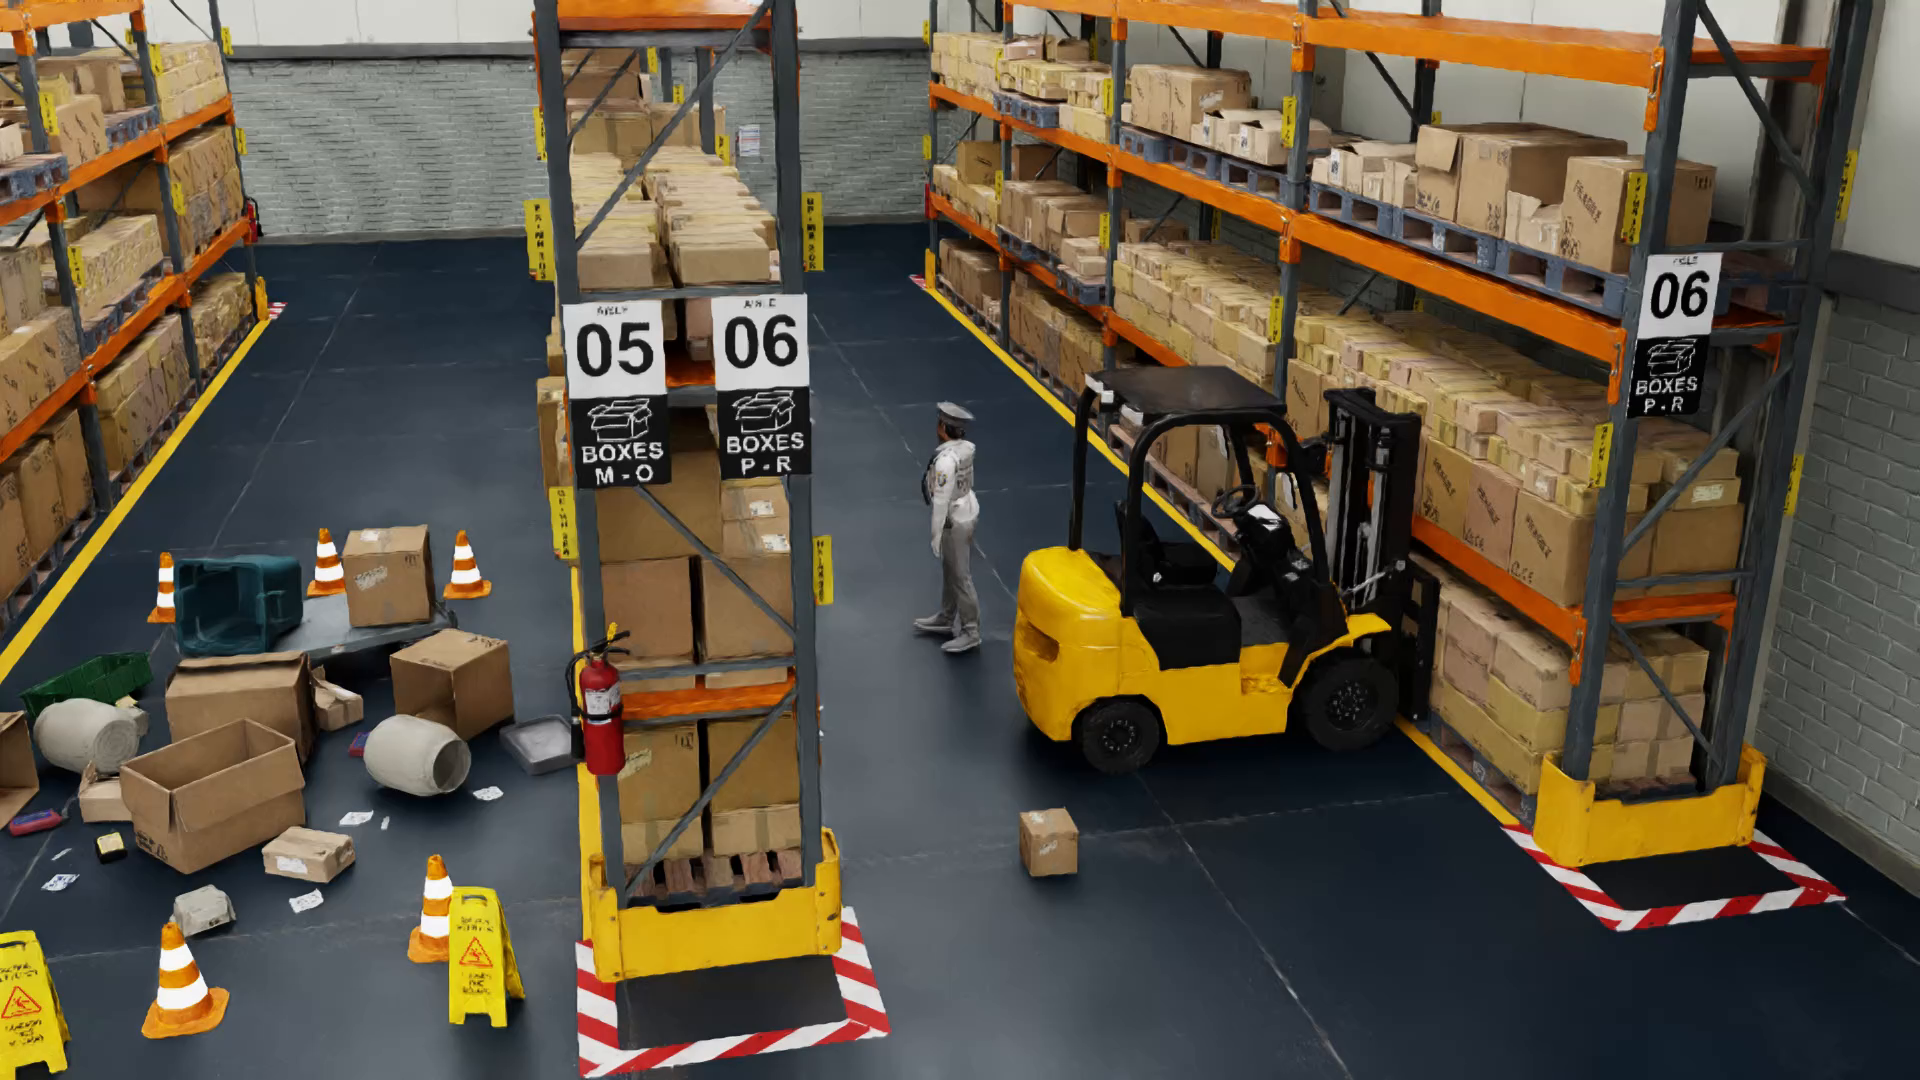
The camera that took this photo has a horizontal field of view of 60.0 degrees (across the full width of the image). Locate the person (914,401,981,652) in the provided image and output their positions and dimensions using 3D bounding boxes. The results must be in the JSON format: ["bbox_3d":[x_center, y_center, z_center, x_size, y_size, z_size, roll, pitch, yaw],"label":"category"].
[{"bbox_3d":[-0.084,-0.115,11.305,0.534,1.673,0.569,5,20,15],"label":"person"}]
